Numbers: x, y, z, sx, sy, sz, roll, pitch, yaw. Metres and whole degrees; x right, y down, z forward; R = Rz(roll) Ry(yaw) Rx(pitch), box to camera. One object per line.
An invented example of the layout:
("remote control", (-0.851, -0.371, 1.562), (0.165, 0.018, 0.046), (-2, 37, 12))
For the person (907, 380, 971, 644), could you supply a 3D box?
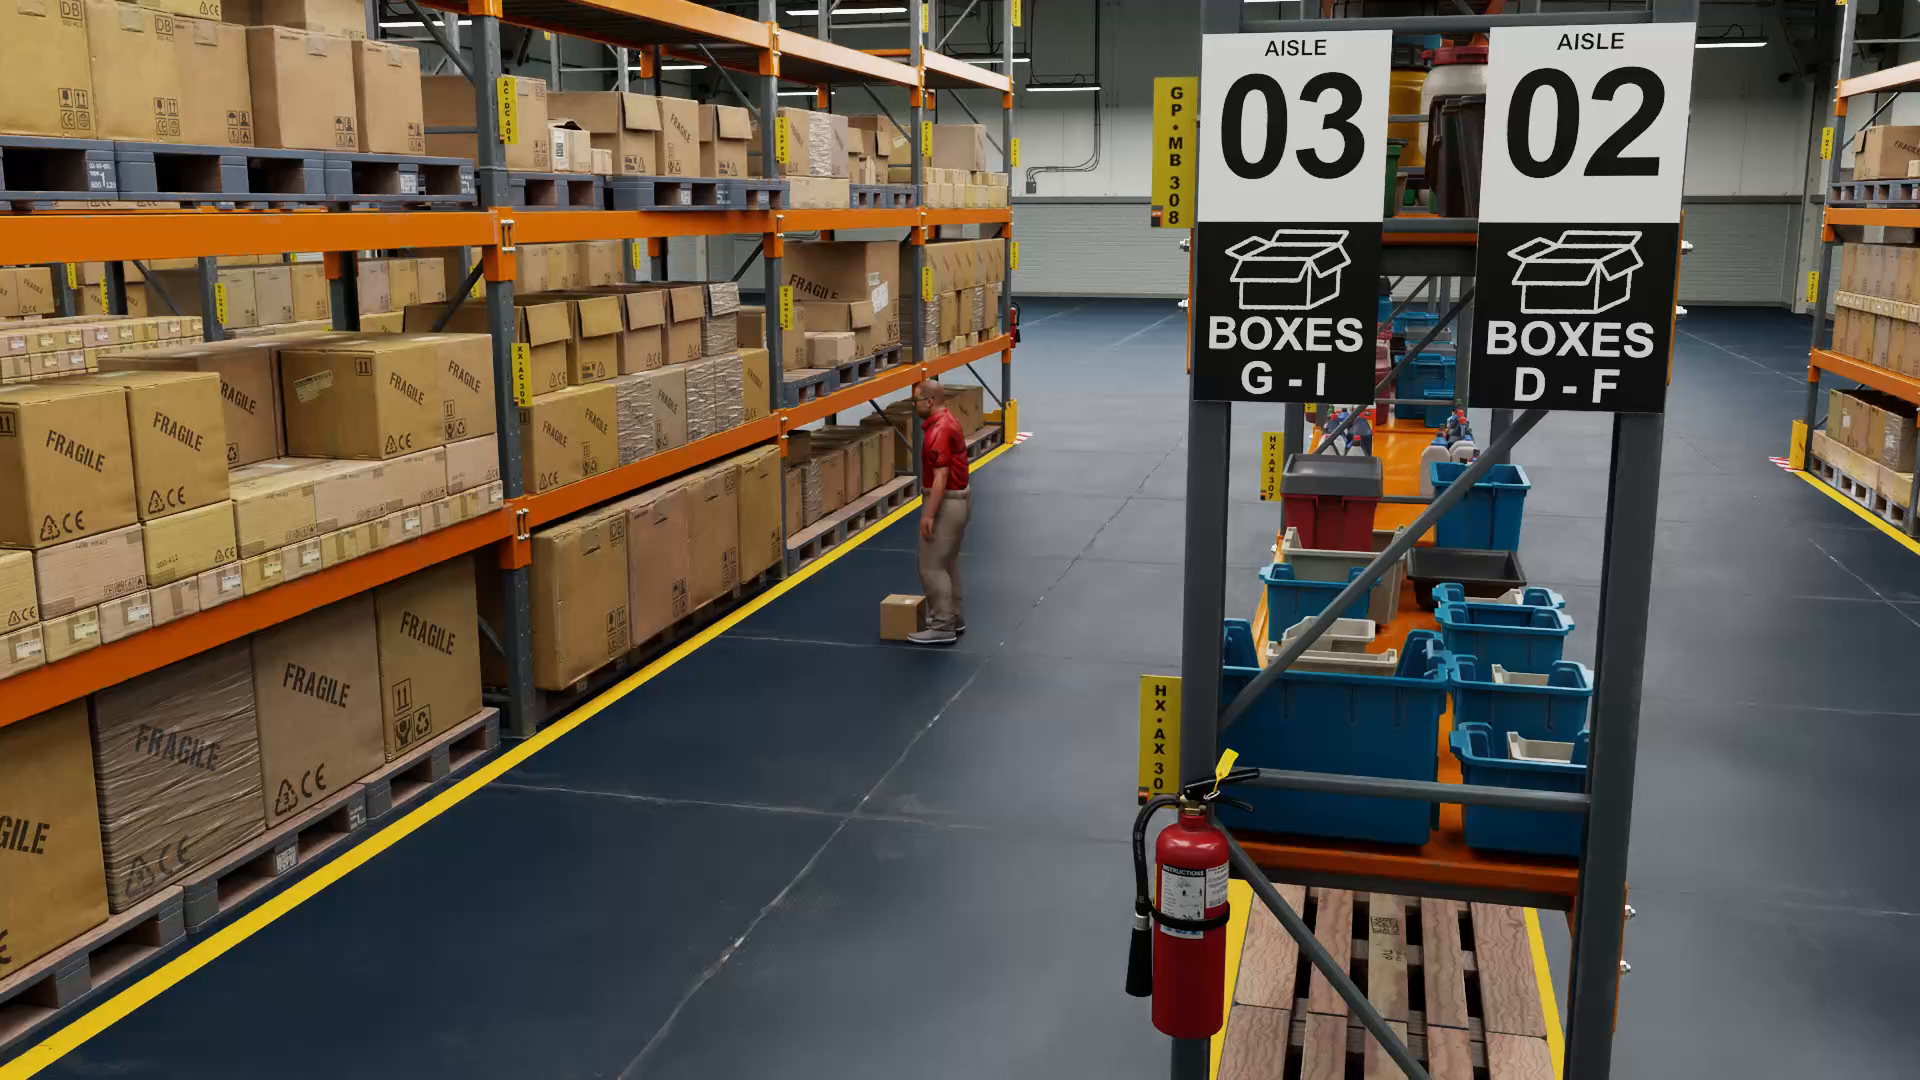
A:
("person", (-0.136, -0.193, 10.938), (0.389, 1.727, 0.606), (2, 12, 10))
